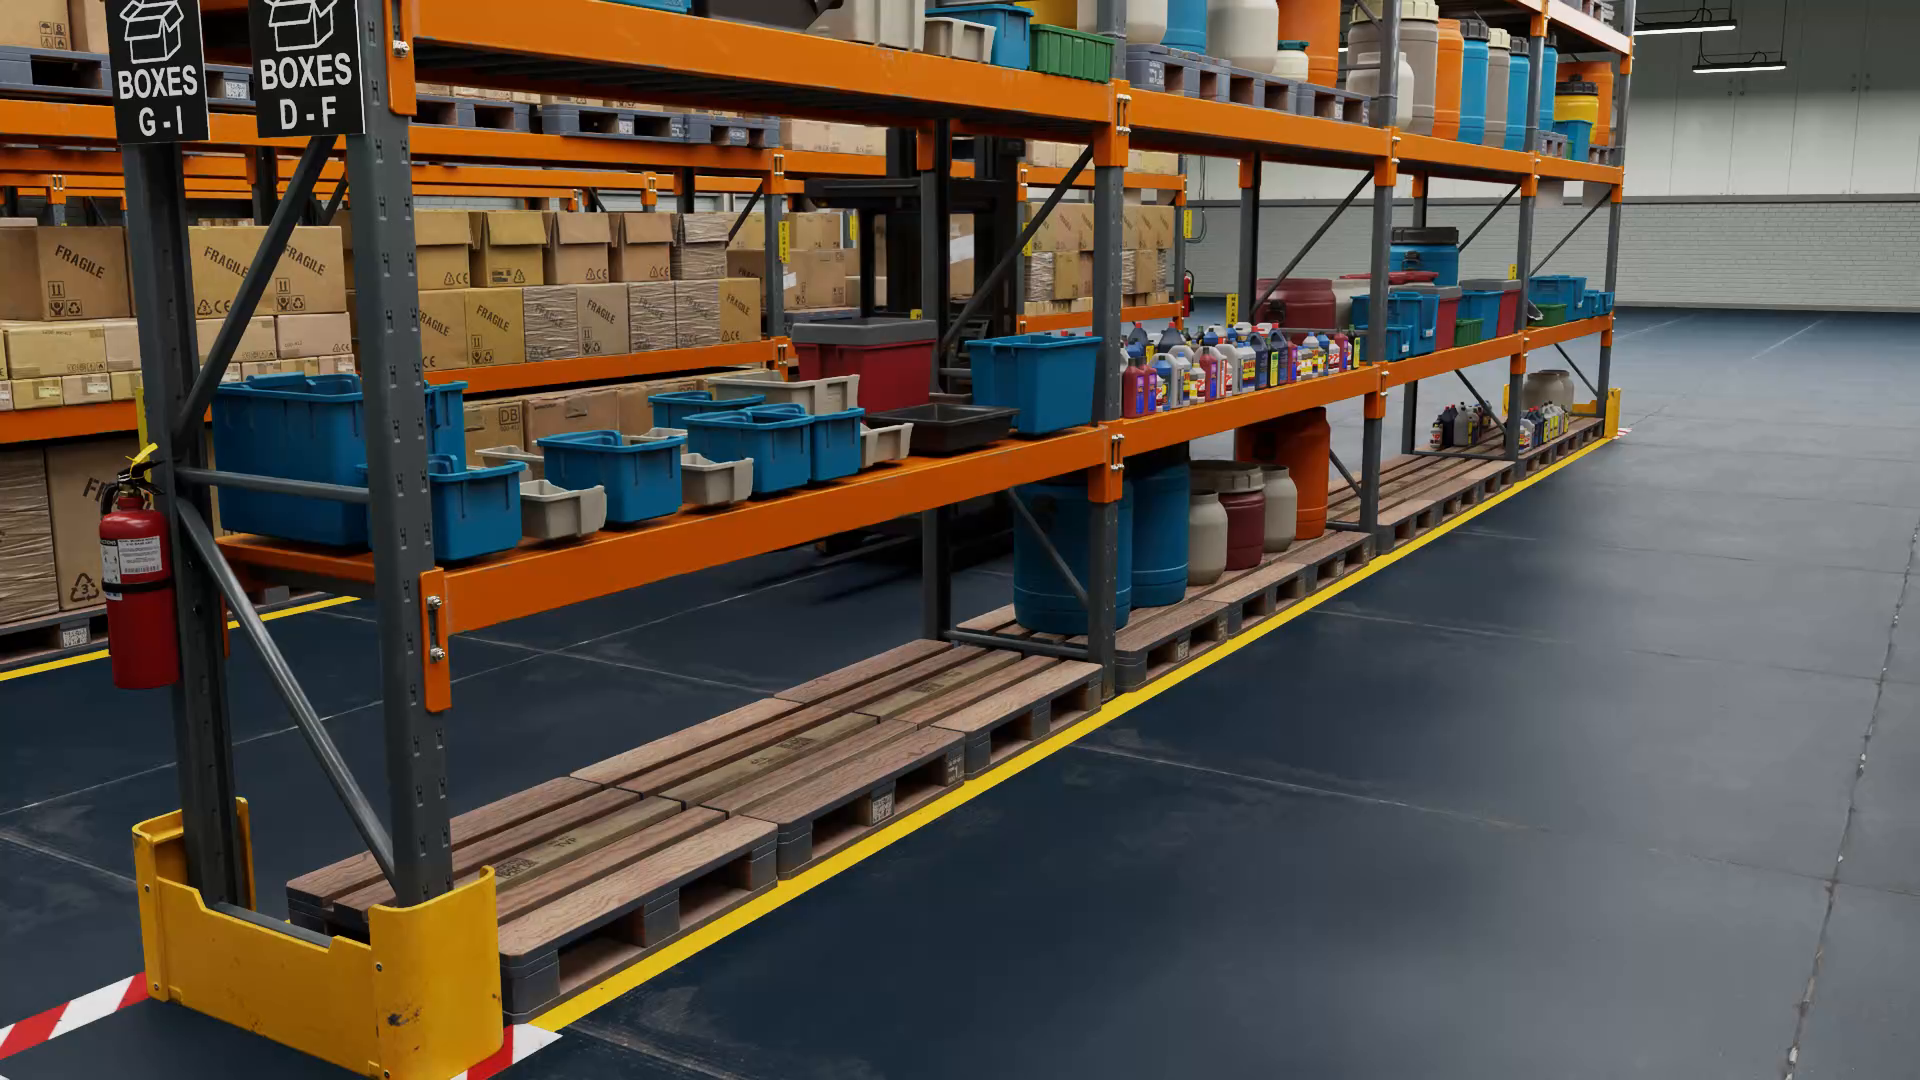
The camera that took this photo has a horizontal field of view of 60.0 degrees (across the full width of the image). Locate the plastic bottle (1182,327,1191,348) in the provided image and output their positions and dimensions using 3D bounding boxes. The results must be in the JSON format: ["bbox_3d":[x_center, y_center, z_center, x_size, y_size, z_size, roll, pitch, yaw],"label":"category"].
[{"bbox_3d":[1.381,-1.173,10.299,0.061,0.283,0.133,6,12,31],"label":"plastic bottle"}]

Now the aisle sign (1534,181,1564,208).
[{"bbox_3d":[6.291,-3.968,17.850,0.394,0.787,0.004,6,12,31],"label":"aisle sign"}]

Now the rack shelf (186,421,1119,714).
[{"bbox_3d":[-0.765,-0.096,6.185,1.077,0.370,4.000,6,12,31],"label":"rack shelf"}]

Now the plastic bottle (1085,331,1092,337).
[{"bbox_3d":[0.691,-0.931,8.824,0.144,0.351,0.185,6,12,31],"label":"plastic bottle"}]

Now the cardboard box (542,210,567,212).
[{"bbox_3d":[-6.278,-4.657,24.795,0.700,0.500,0.500,6,12,29],"label":"cardboard box"}]

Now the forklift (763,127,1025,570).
[{"bbox_3d":[-0.330,-1.340,11.062,1.130,2.935,3.031,6,12,30],"label":"forklift"}]

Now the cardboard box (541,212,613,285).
[{"bbox_3d":[-2.959,-2.087,11.866,0.797,0.503,0.637,7,13,33],"label":"cardboard box"}]

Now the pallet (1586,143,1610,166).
[{"bbox_3d":[5.991,-3.912,16.976,1.003,0.211,1.213,6,12,31],"label":"pallet"}]

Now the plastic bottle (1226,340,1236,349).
[{"bbox_3d":[1.502,-0.979,9.298,0.097,0.271,0.097,0,11,0],"label":"plastic bottle"}]

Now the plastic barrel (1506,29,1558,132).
[{"bbox_3d":[5.035,-4.096,14.940,0.600,0.901,0.708,6,12,31],"label":"plastic barrel"}]

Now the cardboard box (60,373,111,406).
[{"bbox_3d":[-4.638,-0.793,8.633,0.380,0.149,0.250,7,12,32],"label":"cardboard box"}]

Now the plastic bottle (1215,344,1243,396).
[{"bbox_3d":[1.441,-0.922,8.977,0.152,0.276,0.135,6,12,31],"label":"plastic bottle"}]

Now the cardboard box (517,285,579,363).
[{"bbox_3d":[-2.986,-1.493,11.419,0.500,0.500,0.500,6,12,29],"label":"cardboard box"}]

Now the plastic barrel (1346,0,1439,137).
[{"bbox_3d":[2.962,-3.222,11.416,0.600,0.901,0.600,0,11,0],"label":"plastic barrel"}]

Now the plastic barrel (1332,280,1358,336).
[{"bbox_3d":[2.702,-1.630,12.122,0.421,0.512,0.421,0,11,0],"label":"plastic barrel"}]

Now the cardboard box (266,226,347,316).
[{"bbox_3d":[-3.969,-1.581,9.721,0.500,0.500,0.500,7,13,32],"label":"cardboard box"}]

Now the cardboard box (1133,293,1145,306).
[{"bbox_3d":[1.940,-2.815,19.437,0.380,0.149,0.250,6,12,31],"label":"cardboard box"}]

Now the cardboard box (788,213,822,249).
[{"bbox_3d":[-2.348,-4.069,22.109,0.875,0.550,0.550,6,12,31],"label":"cardboard box"}]

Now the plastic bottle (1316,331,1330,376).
[{"bbox_3d":[2.209,-1.142,10.168,0.097,0.271,0.097,0,11,0],"label":"plastic bottle"}]

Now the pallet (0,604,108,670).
[{"bbox_3d":[-5.054,0.438,8.955,1.003,0.211,1.213,6,12,31],"label":"pallet"}]

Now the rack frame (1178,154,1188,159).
[{"bbox_3d":[2.271,-6.073,19.855,1.000,3.000,0.127,6,12,31],"label":"rack frame"}]

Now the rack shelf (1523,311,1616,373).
[{"bbox_3d":[5.466,-1.983,16.266,1.077,0.370,4.000,6,12,31],"label":"rack shelf"}]

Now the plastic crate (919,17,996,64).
[{"bbox_3d":[-0.061,-1.873,6.284,0.293,0.136,0.466,6,12,31],"label":"plastic crate"}]

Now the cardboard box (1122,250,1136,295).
[{"bbox_3d":[1.508,-3.071,19.043,0.875,0.500,0.500,6,12,31],"label":"cardboard box"}]

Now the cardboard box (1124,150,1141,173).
[{"bbox_3d":[1.708,-4.267,18.763,0.500,0.250,0.500,7,13,32],"label":"cardboard box"}]

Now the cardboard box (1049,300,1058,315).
[{"bbox_3d":[0.810,-2.457,17.525,0.380,0.149,0.250,6,12,31],"label":"cardboard box"}]

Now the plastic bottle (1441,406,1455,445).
[{"bbox_3d":[4.515,-1.065,15.411,0.144,0.351,0.185,6,12,29],"label":"plastic bottle"}]

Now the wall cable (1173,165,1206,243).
[{"bbox_3d":[6.660,-10.999,54.605,3.097,2.526,0.112,6,12,31],"label":"wall cable"}]

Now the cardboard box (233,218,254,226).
[{"bbox_3d":[-8.791,-3.914,20.638,0.380,0.149,0.250,6,12,28],"label":"cardboard box"}]

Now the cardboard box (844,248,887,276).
[{"bbox_3d":[-0.627,-2.471,15.495,0.797,0.503,0.637,8,13,36],"label":"cardboard box"}]

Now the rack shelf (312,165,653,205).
[{"bbox_3d":[-5.031,-3.791,17.773,1.077,0.370,4.000,6,12,31],"label":"rack shelf"}]

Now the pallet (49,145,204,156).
[{"bbox_3d":[-7.199,-3.359,14.021,1.213,0.211,1.003,6,12,31],"label":"pallet"}]

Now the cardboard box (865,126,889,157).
[{"bbox_3d":[-0.896,-3.479,14.557,0.500,0.250,0.500,7,13,32],"label":"cardboard box"}]

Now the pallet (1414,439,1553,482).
[{"bbox_3d":[4.812,-0.753,15.319,1.003,0.211,1.213,6,12,31],"label":"pallet"}]

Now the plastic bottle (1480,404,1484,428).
[{"bbox_3d":[5.163,-1.243,16.544,0.061,0.283,0.133,7,12,32],"label":"plastic bottle"}]

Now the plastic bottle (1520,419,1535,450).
[{"bbox_3d":[5.112,-0.961,15.059,0.152,0.276,0.135,7,13,33],"label":"plastic bottle"}]

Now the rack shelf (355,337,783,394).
[{"bbox_3d":[-2.921,-1.198,12.073,1.077,0.370,4.000,6,12,31],"label":"rack shelf"}]

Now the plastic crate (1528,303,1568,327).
[{"bbox_3d":[5.373,-2.105,15.535,0.450,0.188,0.662,6,12,31],"label":"plastic crate"}]

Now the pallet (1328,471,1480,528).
[{"bbox_3d":[3.420,-0.332,13.067,1.003,0.211,1.213,6,12,31],"label":"pallet"}]

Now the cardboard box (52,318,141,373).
[{"bbox_3d":[-4.496,-1.053,8.943,0.500,0.250,0.500,7,13,32],"label":"cardboard box"}]

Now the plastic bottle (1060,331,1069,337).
[{"bbox_3d":[0.567,-0.945,8.898,0.144,0.351,0.185,6,12,31],"label":"plastic bottle"}]

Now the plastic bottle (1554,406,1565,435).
[{"bbox_3d":[5.771,-1.161,16.125,0.152,0.276,0.135,6,12,31],"label":"plastic bottle"}]

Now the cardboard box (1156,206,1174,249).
[{"bbox_3d":[2.196,-3.701,19.690,0.500,0.500,0.500,6,12,31],"label":"cardboard box"}]

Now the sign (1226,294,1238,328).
[{"bbox_3d":[1.877,-1.525,11.419,0.100,0.325,0.005,6,12,31],"label":"sign"}]

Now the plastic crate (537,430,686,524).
[{"bbox_3d":[-1.052,-0.193,5.041,0.416,0.233,0.300,6,12,31],"label":"plastic crate"}]

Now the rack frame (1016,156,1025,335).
[{"bbox_3d":[0.194,-2.495,17.047,1.000,3.000,0.127,6,12,31],"label":"rack frame"}]

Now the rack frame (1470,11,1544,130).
[{"bbox_3d":[4.427,-4.971,13.967,1.000,3.000,0.127,6,12,31],"label":"rack frame"}]

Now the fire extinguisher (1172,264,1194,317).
[{"bbox_3d":[2.724,-3.061,20.275,0.296,0.674,0.183,6,12,31],"label":"fire extinguisher"}]

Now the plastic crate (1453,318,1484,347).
[{"bbox_3d":[3.764,-1.617,12.932,0.450,0.188,0.662,6,12,31],"label":"plastic crate"}]

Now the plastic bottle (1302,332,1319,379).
[{"bbox_3d":[2.108,-1.112,10.005,0.097,0.271,0.097,0,11,0],"label":"plastic bottle"}]

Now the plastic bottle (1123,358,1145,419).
[{"bbox_3d":[0.829,-0.724,7.900,0.061,0.283,0.133,6,12,31],"label":"plastic bottle"}]

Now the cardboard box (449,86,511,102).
[{"bbox_3d":[-3.313,-3.038,10.896,0.500,0.311,0.500,6,12,29],"label":"cardboard box"}]
